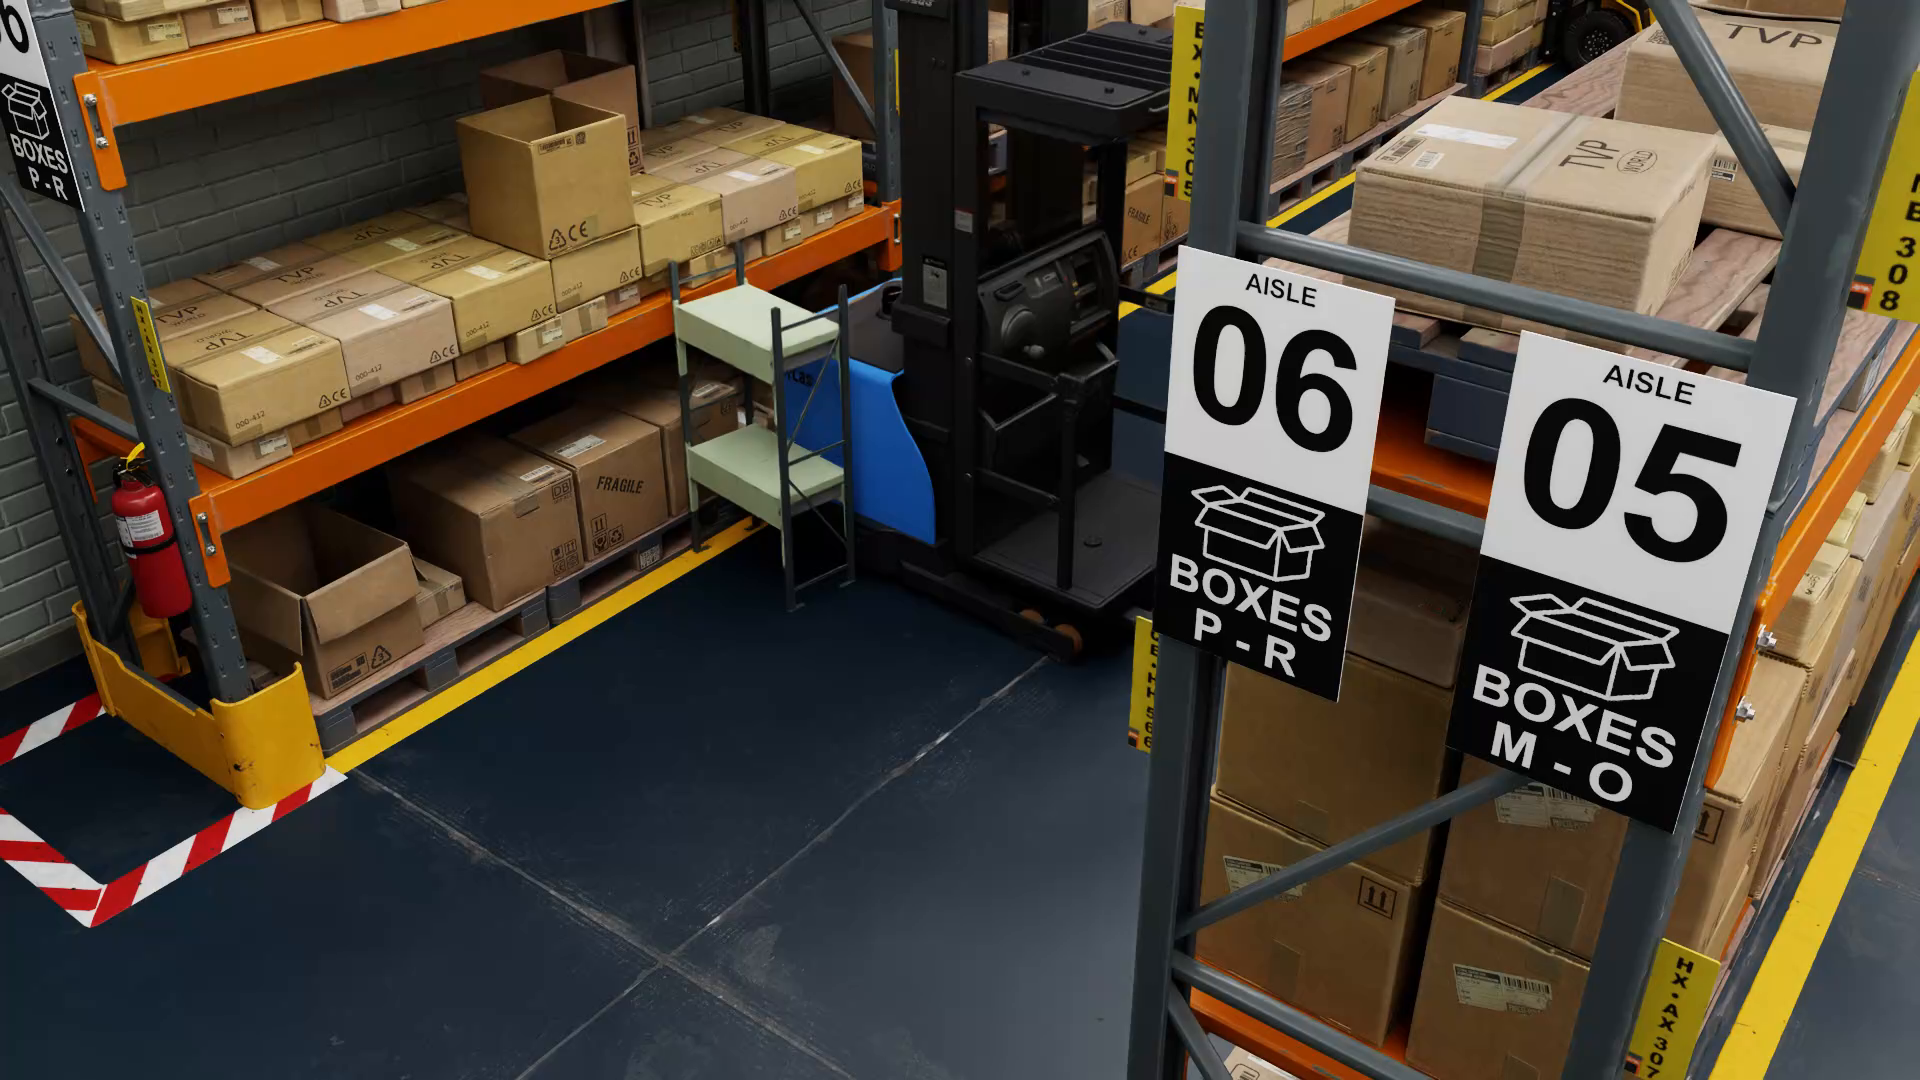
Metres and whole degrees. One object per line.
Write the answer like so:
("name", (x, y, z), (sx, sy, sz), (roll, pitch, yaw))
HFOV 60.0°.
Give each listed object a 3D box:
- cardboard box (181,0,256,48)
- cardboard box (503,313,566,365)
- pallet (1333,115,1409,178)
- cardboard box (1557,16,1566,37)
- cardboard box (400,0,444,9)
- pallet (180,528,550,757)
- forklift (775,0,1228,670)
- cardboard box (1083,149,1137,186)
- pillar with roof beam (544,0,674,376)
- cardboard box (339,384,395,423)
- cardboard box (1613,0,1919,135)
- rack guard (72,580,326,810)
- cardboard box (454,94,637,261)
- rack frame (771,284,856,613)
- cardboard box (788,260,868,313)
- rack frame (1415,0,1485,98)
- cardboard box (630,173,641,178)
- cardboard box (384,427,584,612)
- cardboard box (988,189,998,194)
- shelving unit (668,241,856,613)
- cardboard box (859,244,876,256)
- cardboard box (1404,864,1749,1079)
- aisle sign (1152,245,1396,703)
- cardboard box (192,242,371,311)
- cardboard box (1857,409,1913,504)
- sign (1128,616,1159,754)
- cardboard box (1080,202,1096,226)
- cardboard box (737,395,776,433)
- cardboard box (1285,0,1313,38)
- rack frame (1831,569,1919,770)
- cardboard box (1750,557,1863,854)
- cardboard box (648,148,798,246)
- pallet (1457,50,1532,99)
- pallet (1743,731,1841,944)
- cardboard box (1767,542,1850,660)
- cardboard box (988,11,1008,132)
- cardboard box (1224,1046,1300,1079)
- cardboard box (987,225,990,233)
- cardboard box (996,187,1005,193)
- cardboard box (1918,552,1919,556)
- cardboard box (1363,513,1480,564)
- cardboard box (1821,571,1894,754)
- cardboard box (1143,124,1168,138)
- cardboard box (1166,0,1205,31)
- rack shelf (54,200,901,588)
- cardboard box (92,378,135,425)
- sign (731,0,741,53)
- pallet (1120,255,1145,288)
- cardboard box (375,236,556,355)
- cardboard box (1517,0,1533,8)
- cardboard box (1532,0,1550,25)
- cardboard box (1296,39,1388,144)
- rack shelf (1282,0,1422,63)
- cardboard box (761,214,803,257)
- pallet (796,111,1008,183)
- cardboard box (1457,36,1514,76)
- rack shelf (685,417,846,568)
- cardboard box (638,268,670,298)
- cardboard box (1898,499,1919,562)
("cardboard box", (-2.623, -1.800, 5.649), (0.380, 0.149, 0.250), (22, 37, 32))
("cardboard box", (-1.904, -0.894, 7.063), (0.380, 0.149, 0.250), (20, 36, 30))
("pallet", (2.956, -3.313, 13.634), (1.003, 0.211, 1.213), (21, 37, 31))
("cardboard box", (5.576, -5.040, 16.097), (0.500, 0.250, 0.500), (22, 37, 33))
("cardboard box", (-2.070, -2.077, 6.117), (0.380, 0.149, 0.250), (21, 37, 31))
("pallet", (-2.612, 0.400, 7.369), (1.003, 0.211, 1.213), (21, 37, 31))
("forklift", (0.555, -1.026, 7.107), (3.031, 2.935, 1.130), (22, 37, 33))
("cardboard box", (0.915, -2.393, 10.750), (0.380, 0.149, 0.250), (21, 36, 31))
("pillar with roof beam", (1.570, -3.321, 5.027), (9.100, 9.000, 0.400), (21, 37, 31))
("cardboard box", (-2.473, -0.621, 6.602), (0.380, 0.149, 0.250), (21, 36, 31))
("cardboard box", (1.765, -0.987, 3.609), (0.500, 0.311, 0.500), (22, 37, 32))
("rack guard", (-3.092, 0.600, 6.748), (1.175, 0.500, 0.348), (21, 37, 31))
("cardboard box", (-1.744, -1.542, 7.030), (0.500, 0.500, 0.500), (22, 37, 32))
("rack frame", (-0.643, -0.383, 7.421), (0.400, 1.500, 0.023), (-26, 39, -37))
("cardboard box", (-0.663, -1.466, 9.822), (0.500, 0.500, 0.500), (21, 37, 31))
("rack frame", (4.106, -5.322, 14.289), (1.000, 3.000, 0.127), (21, 37, 31))
("cardboard box", (-1.848, -1.601, 7.864), (0.500, 0.250, 0.500), (22, 37, 32))
("cardboard box", (-2.146, -0.105, 7.525), (0.700, 0.500, 0.500), (23, 38, 33))
("cardboard box", (0.016, -2.233, 10.479), (0.380, 0.149, 0.250), (22, 37, 32))
("shelving unit", (-0.896, -0.518, 7.648), (0.431, 1.500, 0.755), (-26, 39, -37))
("cardboard box", (-0.343, -1.665, 9.230), (0.380, 0.149, 0.250), (20, 36, 30))
("cardboard box", (1.340, 0.932, 3.638), (0.500, 0.500, 0.500), (21, 36, 31))
("aisle sign", (0.531, -0.103, 2.932), (0.394, 0.787, 0.004), (21, 37, 31))
("cardboard box", (-2.760, -0.986, 6.827), (0.500, 0.250, 0.500), (21, 37, 31))
("cardboard box", (2.051, -0.253, 4.019), (0.380, 0.149, 0.250), (21, 37, 32))
("sign", (0.397, 0.309, 3.419), (0.100, 0.325, 0.005), (21, 37, 31))
("cardboard box", (0.684, -1.933, 10.610), (0.500, 0.500, 0.500), (20, 36, 30))
("cardboard box", (-1.041, -0.613, 8.612), (0.396, 0.266, 0.258), (23, 37, 33))
("cardboard box", (2.154, -3.737, 11.761), (0.500, 0.250, 0.500), (21, 37, 31))
("rack frame", (3.236, -0.544, 6.227), (1.000, 3.000, 0.127), (21, 37, 31))
("cardboard box", (1.645, 0.289, 3.742), (0.500, 0.500, 0.500), (20, 36, 30))
("cardboard box", (-1.127, -1.644, 7.937), (0.500, 0.250, 0.500), (21, 37, 31))
("pallet", (4.619, -4.433, 15.523), (1.003, 0.211, 1.213), (21, 37, 31))
("pallet", (2.715, 0.940, 6.457), (1.003, 0.211, 1.213), (21, 37, 31))
("cardboard box", (1.606, 0.071, 3.473), (0.380, 0.149, 0.250), (22, 37, 33))
("cardboard box", (0.060, -2.633, 9.240), (0.700, 0.500, 0.500), (22, 37, 32))
("cardboard box", (1.140, 1.704, 4.534), (0.875, 0.438, 0.875), (20, 36, 30))
("cardboard box", (-0.043, -1.763, 9.686), (0.380, 0.149, 0.250), (19, 36, 29))
("cardboard box", (0.443, -2.069, 10.202), (0.380, 0.149, 0.250), (23, 37, 33))
("cardboard box", (3.160, -0.320, 5.750), (0.500, 0.500, 0.500), (21, 37, 32))
("cardboard box", (1.013, 0.011, 3.574), (0.380, 0.149, 0.250), (22, 37, 32))
("cardboard box", (2.234, 0.308, 4.691), (0.500, 0.500, 0.500), (22, 37, 33))
("cardboard box", (1.455, -2.682, 11.236), (0.380, 0.149, 0.250), (19, 36, 29))
("cardboard box", (1.312, -3.284, 10.585), (0.500, 0.250, 0.500), (19, 36, 29))
("rack shelf", (-1.931, -0.948, 7.613), (1.077, 0.370, 4.000), (21, 37, 31))
("cardboard box", (-3.152, -0.554, 6.489), (0.380, 0.149, 0.250), (21, 36, 31))
("sign", (-1.168, -2.738, 8.792), (0.100, 0.325, 0.005), (21, 37, 31))
("pallet", (0.473, -1.711, 10.930), (1.003, 0.211, 1.213), (21, 37, 31))
("cardboard box", (-2.042, -1.022, 6.887), (0.500, 0.250, 0.500), (20, 36, 30))
("cardboard box", (4.965, -5.055, 15.142), (0.500, 0.250, 0.500), (21, 37, 31))
("cardboard box", (5.259, -5.043, 15.612), (0.500, 0.250, 0.500), (21, 36, 31))
("cardboard box", (2.873, -3.647, 13.378), (0.875, 0.625, 0.625), (19, 36, 29))
("rack shelf", (2.898, -4.200, 13.100), (1.077, 0.370, 4.000), (21, 37, 31))
("cardboard box", (-0.992, -1.530, 8.135), (0.380, 0.149, 0.250), (22, 37, 32))
("pallet", (-0.154, -2.279, 9.342), (1.003, 0.211, 1.213), (21, 37, 31))
("cardboard box", (4.662, -4.415, 15.042), (0.500, 0.250, 0.500), (22, 37, 32))
("rack shelf", (-0.898, -0.236, 7.813), (0.431, 0.370, 0.720), (-26, 39, -37))
("cardboard box", (-1.549, -1.248, 7.661), (0.380, 0.149, 0.250), (22, 37, 32))
("cardboard box", (2.559, -0.327, 4.781), (0.500, 0.500, 0.500), (22, 37, 32))
